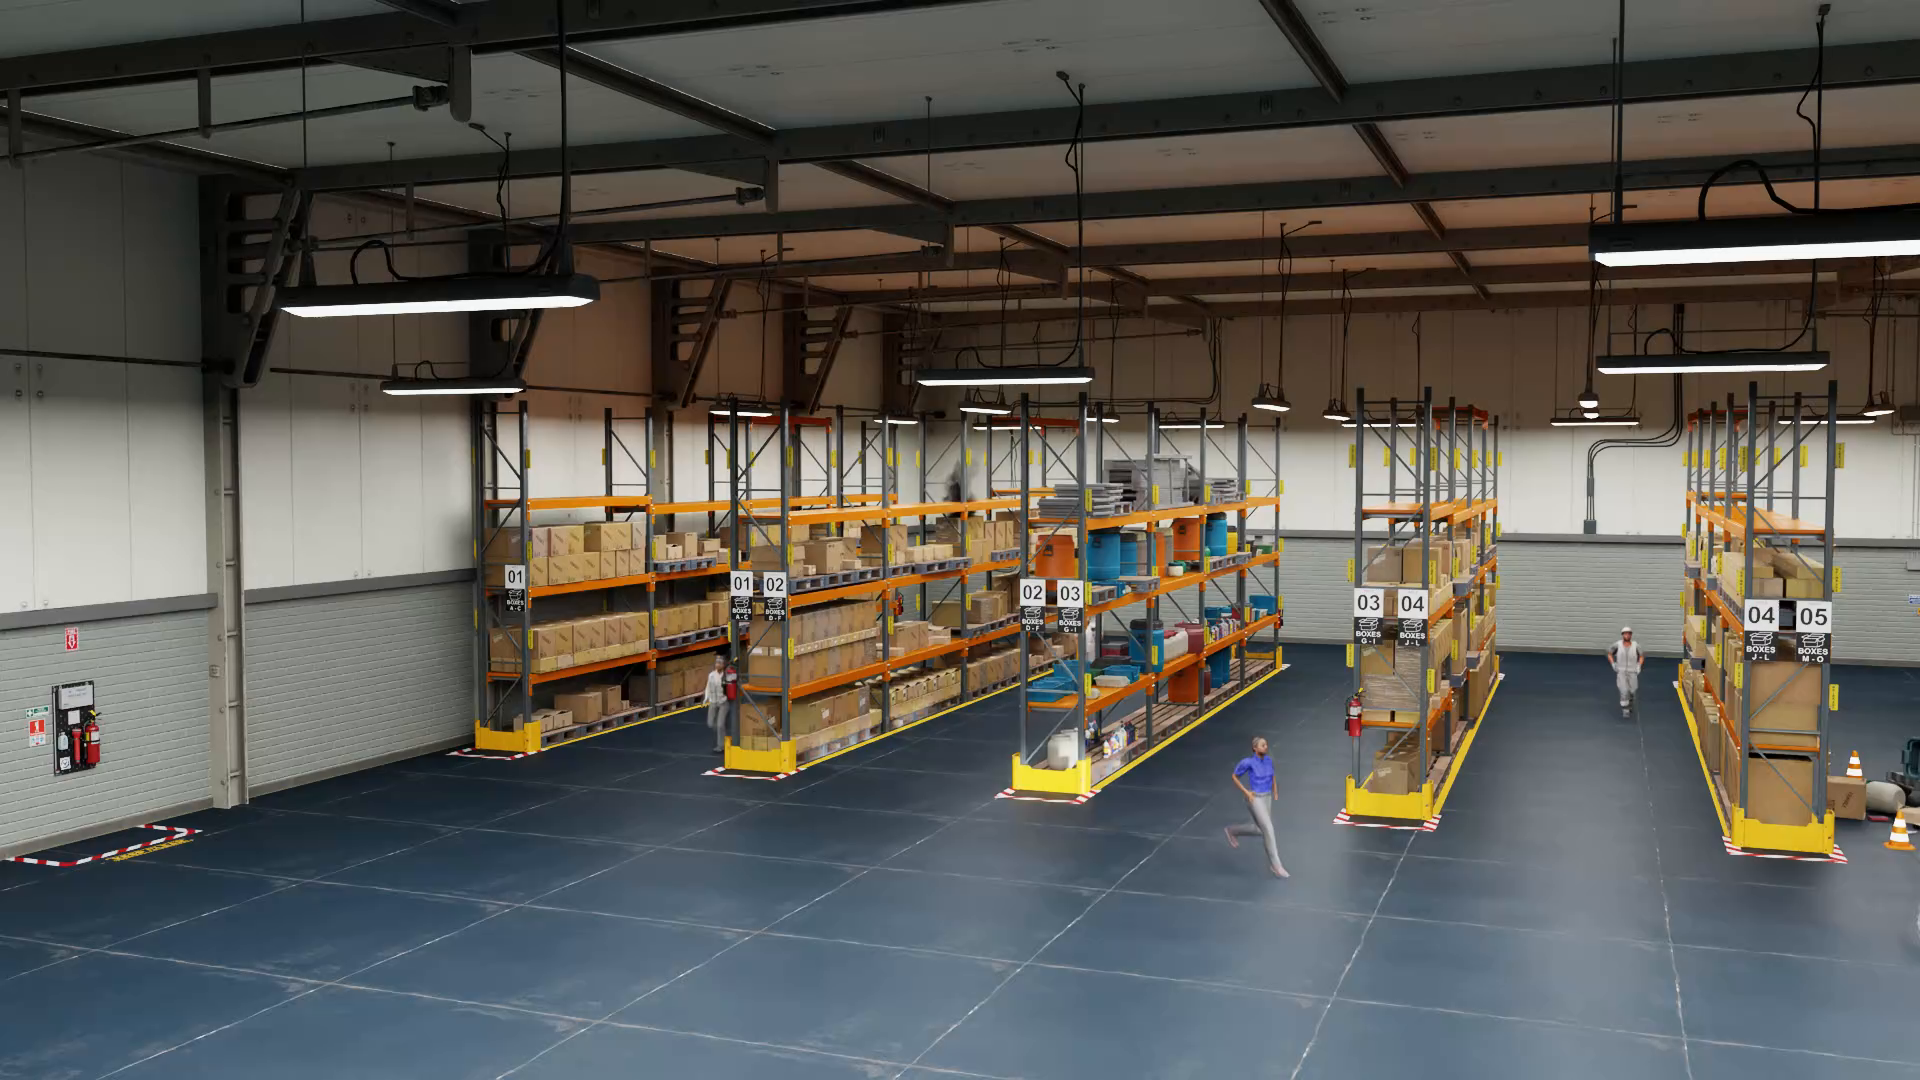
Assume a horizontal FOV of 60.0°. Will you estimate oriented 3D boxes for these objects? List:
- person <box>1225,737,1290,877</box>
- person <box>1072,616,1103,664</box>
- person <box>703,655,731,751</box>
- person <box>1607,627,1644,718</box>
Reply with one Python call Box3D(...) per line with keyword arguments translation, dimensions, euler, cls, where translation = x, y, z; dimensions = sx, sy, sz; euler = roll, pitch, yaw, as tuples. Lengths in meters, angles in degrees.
Box3D(translation=(3.638, 3.218, 20.308), dimensions=(0.547, 1.653, 1.037), euler=(-3, 4, -43), cls="person")
Box3D(translation=(2.729, 2.378, 35.817), dimensions=(0.652, 1.737, 0.602), euler=(1, 3, 13), cls="person")
Box3D(translation=(-4.127, 2.797, 28.572), dimensions=(0.618, 1.646, 0.550), euler=(1, 3, 16), cls="person")
Box3D(translation=(12.914, 2.557, 32.277), dimensions=(0.666, 1.751, 0.578), euler=(1, 3, 19), cls="person")
